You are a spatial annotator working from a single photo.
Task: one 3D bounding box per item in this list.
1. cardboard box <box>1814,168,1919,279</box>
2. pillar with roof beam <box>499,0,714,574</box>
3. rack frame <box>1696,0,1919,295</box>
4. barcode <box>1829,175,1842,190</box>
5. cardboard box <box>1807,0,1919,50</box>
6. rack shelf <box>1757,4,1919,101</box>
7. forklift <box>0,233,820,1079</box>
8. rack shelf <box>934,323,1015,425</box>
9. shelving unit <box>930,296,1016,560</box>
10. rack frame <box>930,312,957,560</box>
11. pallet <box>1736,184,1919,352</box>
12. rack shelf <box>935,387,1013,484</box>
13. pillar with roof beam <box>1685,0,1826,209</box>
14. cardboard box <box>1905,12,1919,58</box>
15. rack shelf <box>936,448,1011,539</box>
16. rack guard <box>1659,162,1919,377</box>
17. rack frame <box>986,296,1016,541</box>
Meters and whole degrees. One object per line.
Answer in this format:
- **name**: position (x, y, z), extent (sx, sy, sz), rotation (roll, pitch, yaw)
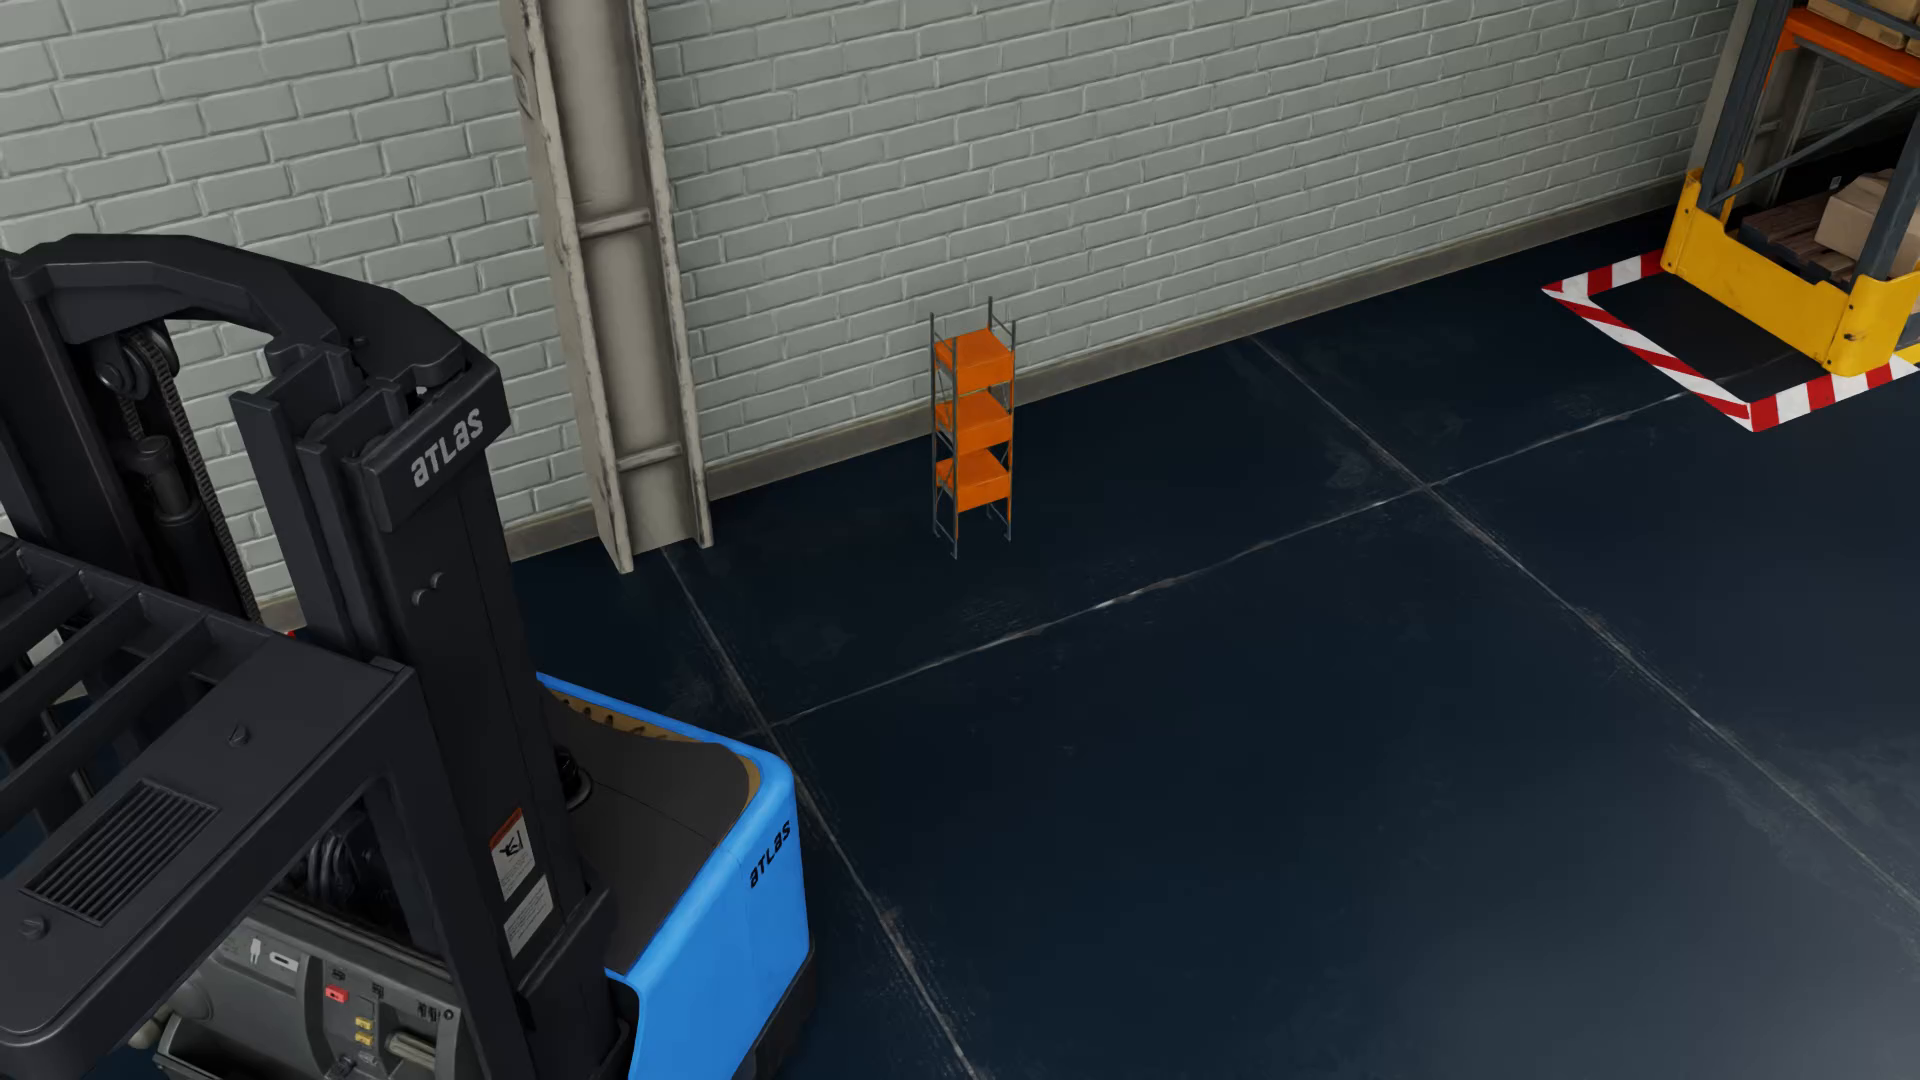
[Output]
- **cardboard box**: position (4.517, -1.537, 7.985), extent (0.500, 0.311, 0.500), rotation (-24, 46, -25)
- **pillar with roof beam**: position (0.750, -0.978, 0.940), extent (0.400, 9.000, 9.100), rotation (-19, 44, -21)
- **rack frame**: position (3.862, -2.241, 7.076), extent (0.127, 3.000, 1.000), rotation (-19, 44, -21)
- **barcode**: position (4.348, -1.775, 8.259), extent (0.075, 0.075, 0.001), rotation (-19, 44, -21)
- **cardboard box**: position (4.187, -2.442, 7.414), extent (0.500, 0.250, 0.500), rotation (-18, 43, -20)
- **rack shelf**: position (5.636, -2.563, 8.013), extent (4.000, 0.370, 1.077), rotation (-19, 44, -21)
- **forklift**: position (-1.489, 1.025, 3.270), extent (1.130, 2.935, 3.031), rotation (16, 43, 18)
- **rack shelf**: position (0.047, -0.625, 6.253), extent (0.240, 0.259, 0.215), rotation (-19, 44, -21)
- **shelving unit**: position (0.047, -0.417, 6.430), extent (0.252, 1.050, 0.215), rotation (-19, 44, -21)
- **rack frame**: position (-0.061, -0.380, 6.387), extent (0.008, 1.050, 0.200), rotation (-19, 44, -21)
- **pallet**: position (4.666, -1.421, 8.266), extent (1.213, 0.211, 1.003), rotation (-19, 44, -21)
- **rack shelf**: position (0.047, -0.409, 6.436), extent (0.240, 0.259, 0.215), rotation (-19, 44, -21)
- **pillar with roof beam**: position (6.072, -2.768, 3.055), extent (0.400, 9.000, 9.100), rotation (-19, 44, -21)
- **cardboard box**: position (4.441, -2.155, 7.075), extent (0.500, 0.250, 0.500), rotation (-20, 44, -22)
- **rack shelf**: position (0.047, -0.196, 6.616), extent (0.240, 0.259, 0.215), rotation (-19, 44, -21)
- **rack guard**: position (3.929, -1.309, 7.910), extent (0.348, 0.500, 1.175), rotation (-19, 44, -21)
- **rack frame**: position (0.156, -0.453, 6.473), extent (0.008, 1.050, 0.200), rotation (-19, 44, -21)
